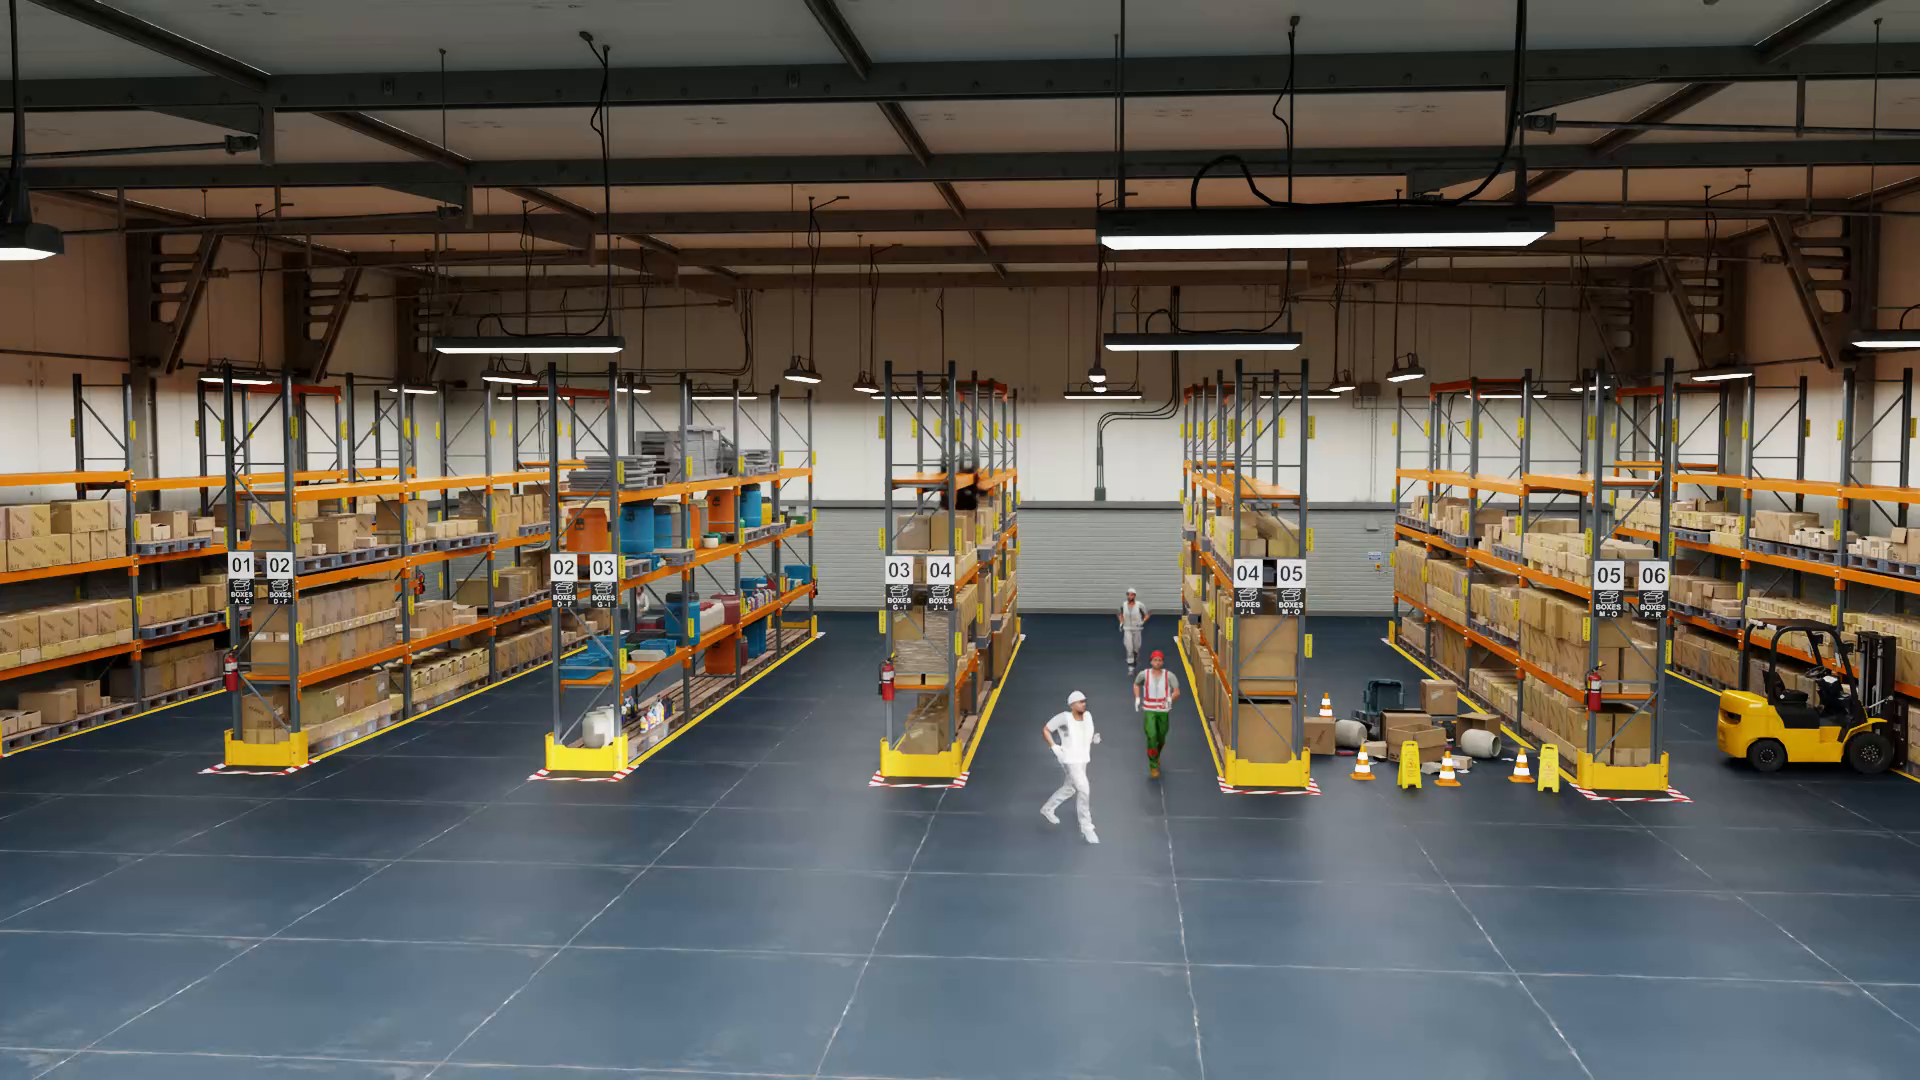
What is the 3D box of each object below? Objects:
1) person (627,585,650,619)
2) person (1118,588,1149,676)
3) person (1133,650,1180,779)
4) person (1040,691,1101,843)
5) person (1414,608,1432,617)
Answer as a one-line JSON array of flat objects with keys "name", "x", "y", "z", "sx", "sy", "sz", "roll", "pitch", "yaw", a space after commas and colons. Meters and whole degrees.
[{"name": "person", "x": -7.176, "y": 1.763, "z": 37.099, "sx": 0.502, "sy": 1.580, "sz": 0.730, "roll": 0, "pitch": 4, "yaw": -7}, {"name": "person", "x": 3.561, "y": 1.878, "z": 34.210, "sx": 0.648, "sy": 1.776, "sz": 0.789, "roll": 1, "pitch": 4, "yaw": 13}, {"name": "person", "x": 2.871, "y": 2.506, "z": 24.290, "sx": 0.661, "sy": 1.806, "sz": 0.929, "roll": 0, "pitch": 4, "yaw": 1}, {"name": "person", "x": 1.397, "y": 2.772, "z": 20.585, "sx": 0.999, "sy": 1.835, "sz": 0.646, "roll": 3, "pitch": 5, "yaw": 40}, {"name": "person", "x": 11.292, "y": 1.533, "z": 40.382, "sx": 0.951, "sy": 1.619, "sz": 0.677, "roll": 2, "pitch": 4, "yaw": 33}]
